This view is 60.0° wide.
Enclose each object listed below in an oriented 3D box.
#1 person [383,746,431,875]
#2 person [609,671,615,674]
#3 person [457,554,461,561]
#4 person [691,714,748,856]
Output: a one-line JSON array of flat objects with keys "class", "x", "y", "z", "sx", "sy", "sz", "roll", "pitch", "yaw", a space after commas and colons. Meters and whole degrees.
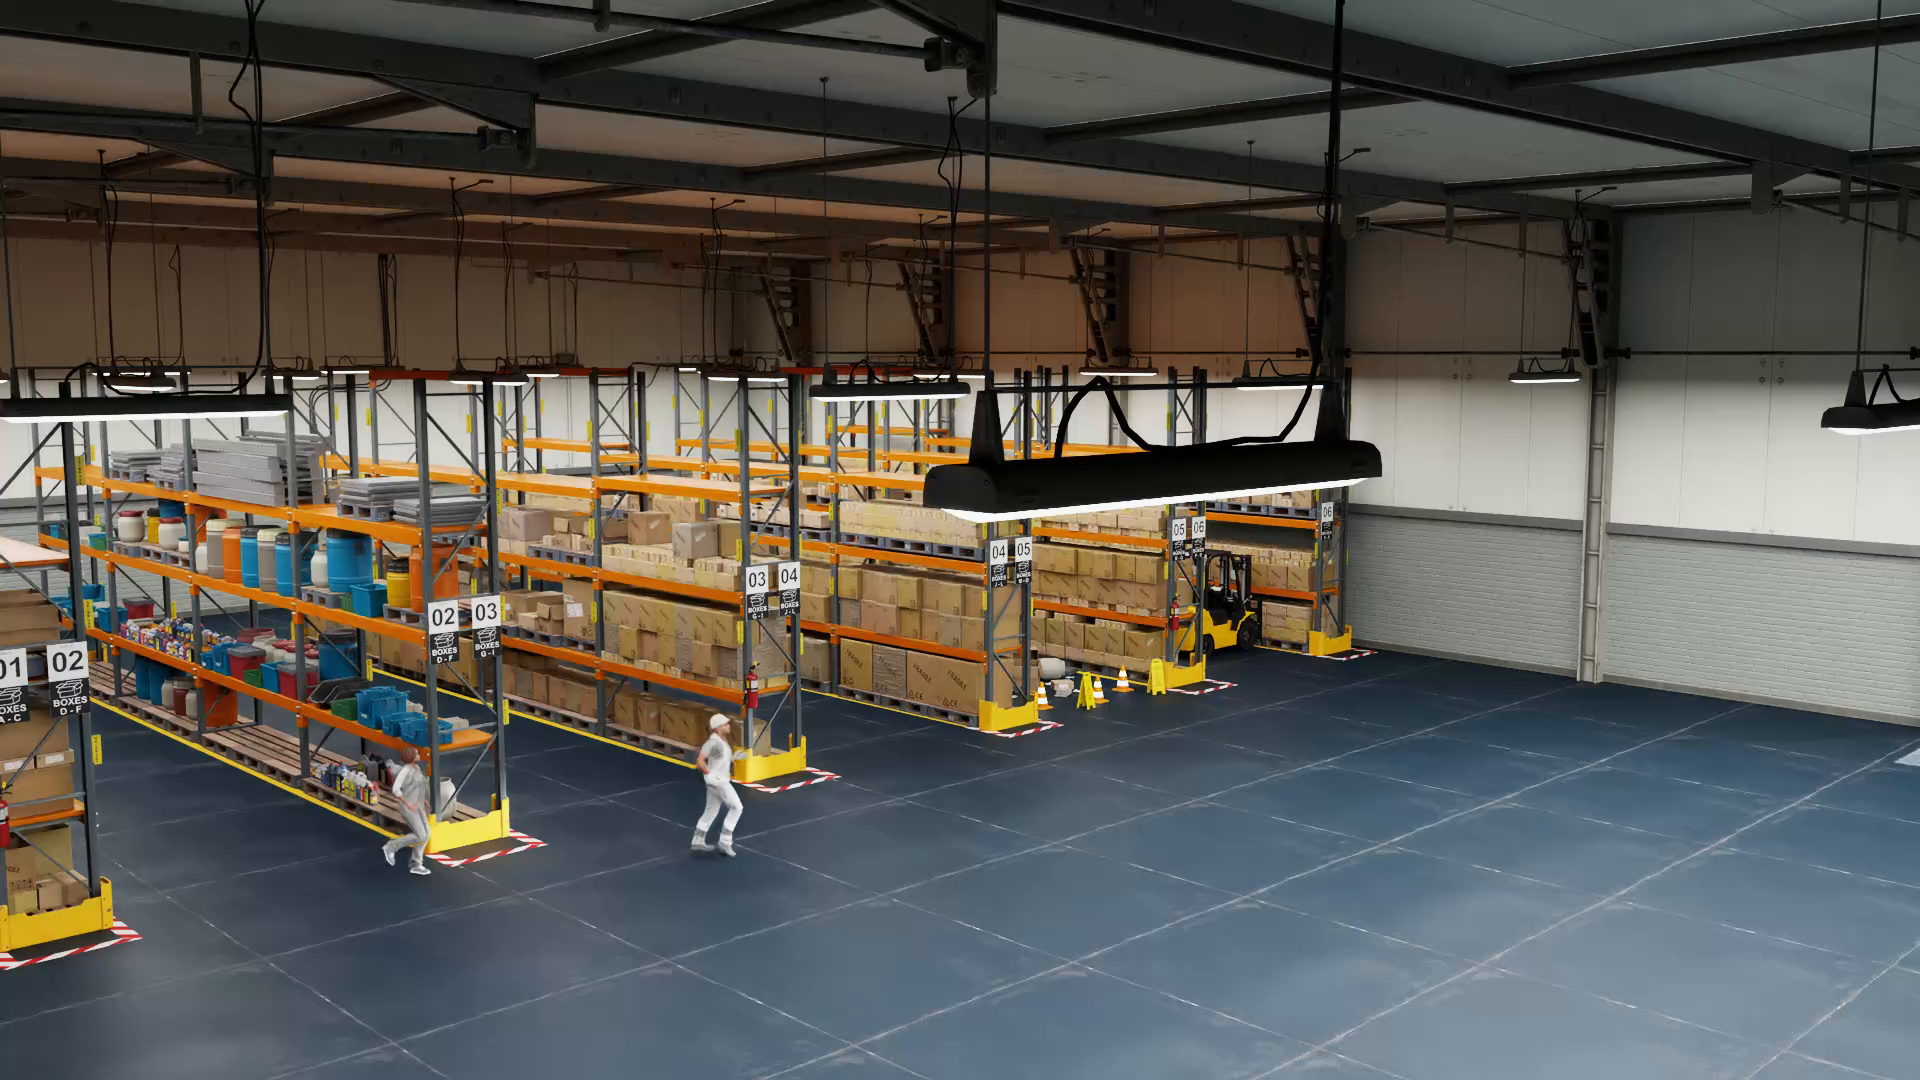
[{"class": "person", "x": -6.722, "y": 3.288, "z": 20.326, "sx": 0.572, "sy": 1.537, "sz": 0.605, "roll": 0, "pitch": 6, "yaw": 1}, {"class": "person", "x": -6.824, "y": 1.753, "z": 32.869, "sx": 0.713, "sy": 1.801, "sz": 0.636, "roll": 5, "pitch": 8, "yaw": 38}, {"class": "person", "x": -11.747, "y": 1.177, "z": 38.518, "sx": 0.798, "sy": 1.746, "sz": 0.699, "roll": -1, "pitch": 7, "yaw": -9}, {"class": "person", "x": -3.036, "y": 3.094, "z": 21.006, "sx": 0.748, "sy": 1.835, "sz": 0.616, "roll": -1, "pitch": 7, "yaw": -12}]
